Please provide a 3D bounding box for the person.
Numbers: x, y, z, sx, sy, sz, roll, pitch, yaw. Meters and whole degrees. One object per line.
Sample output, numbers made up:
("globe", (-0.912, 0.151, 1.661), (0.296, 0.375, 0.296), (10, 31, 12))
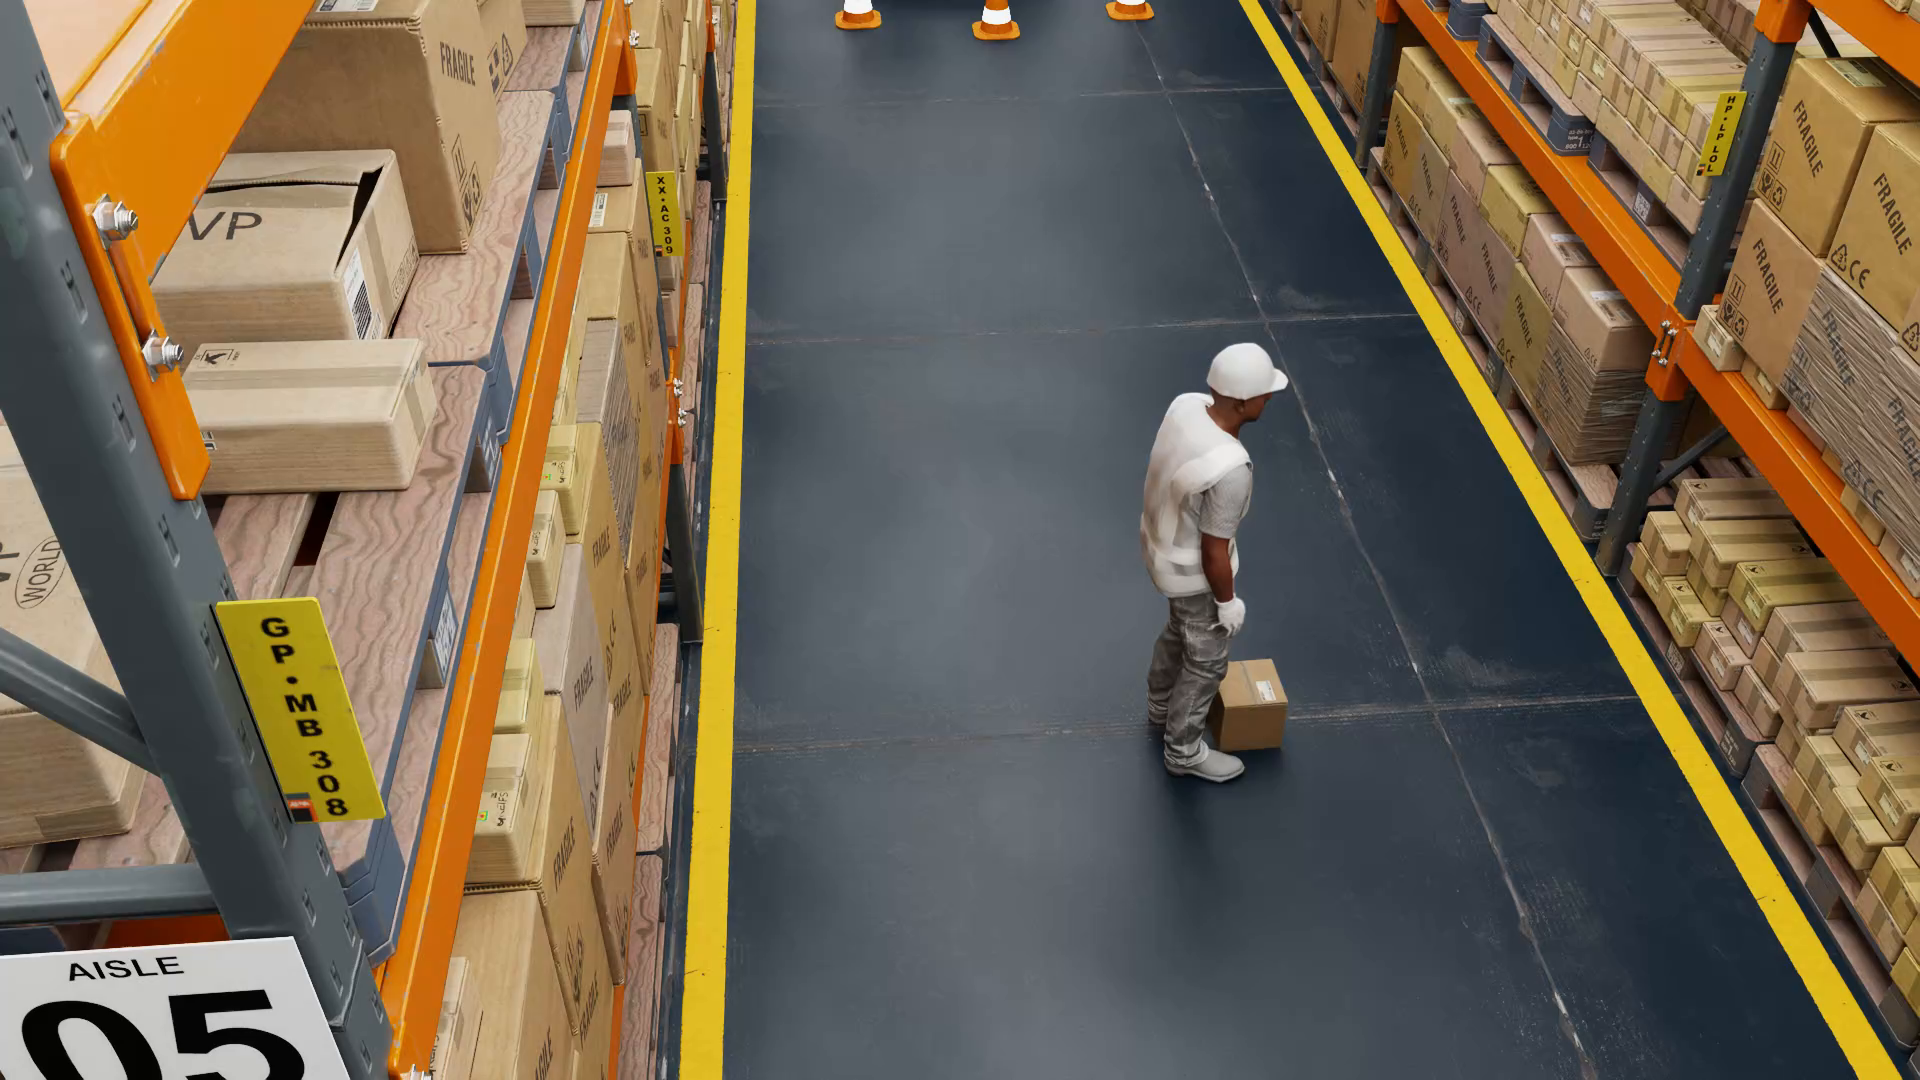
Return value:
("person", (0.887, 0.076, 6.052), (0.449, 1.773, 0.620), (-5, 39, -6))
